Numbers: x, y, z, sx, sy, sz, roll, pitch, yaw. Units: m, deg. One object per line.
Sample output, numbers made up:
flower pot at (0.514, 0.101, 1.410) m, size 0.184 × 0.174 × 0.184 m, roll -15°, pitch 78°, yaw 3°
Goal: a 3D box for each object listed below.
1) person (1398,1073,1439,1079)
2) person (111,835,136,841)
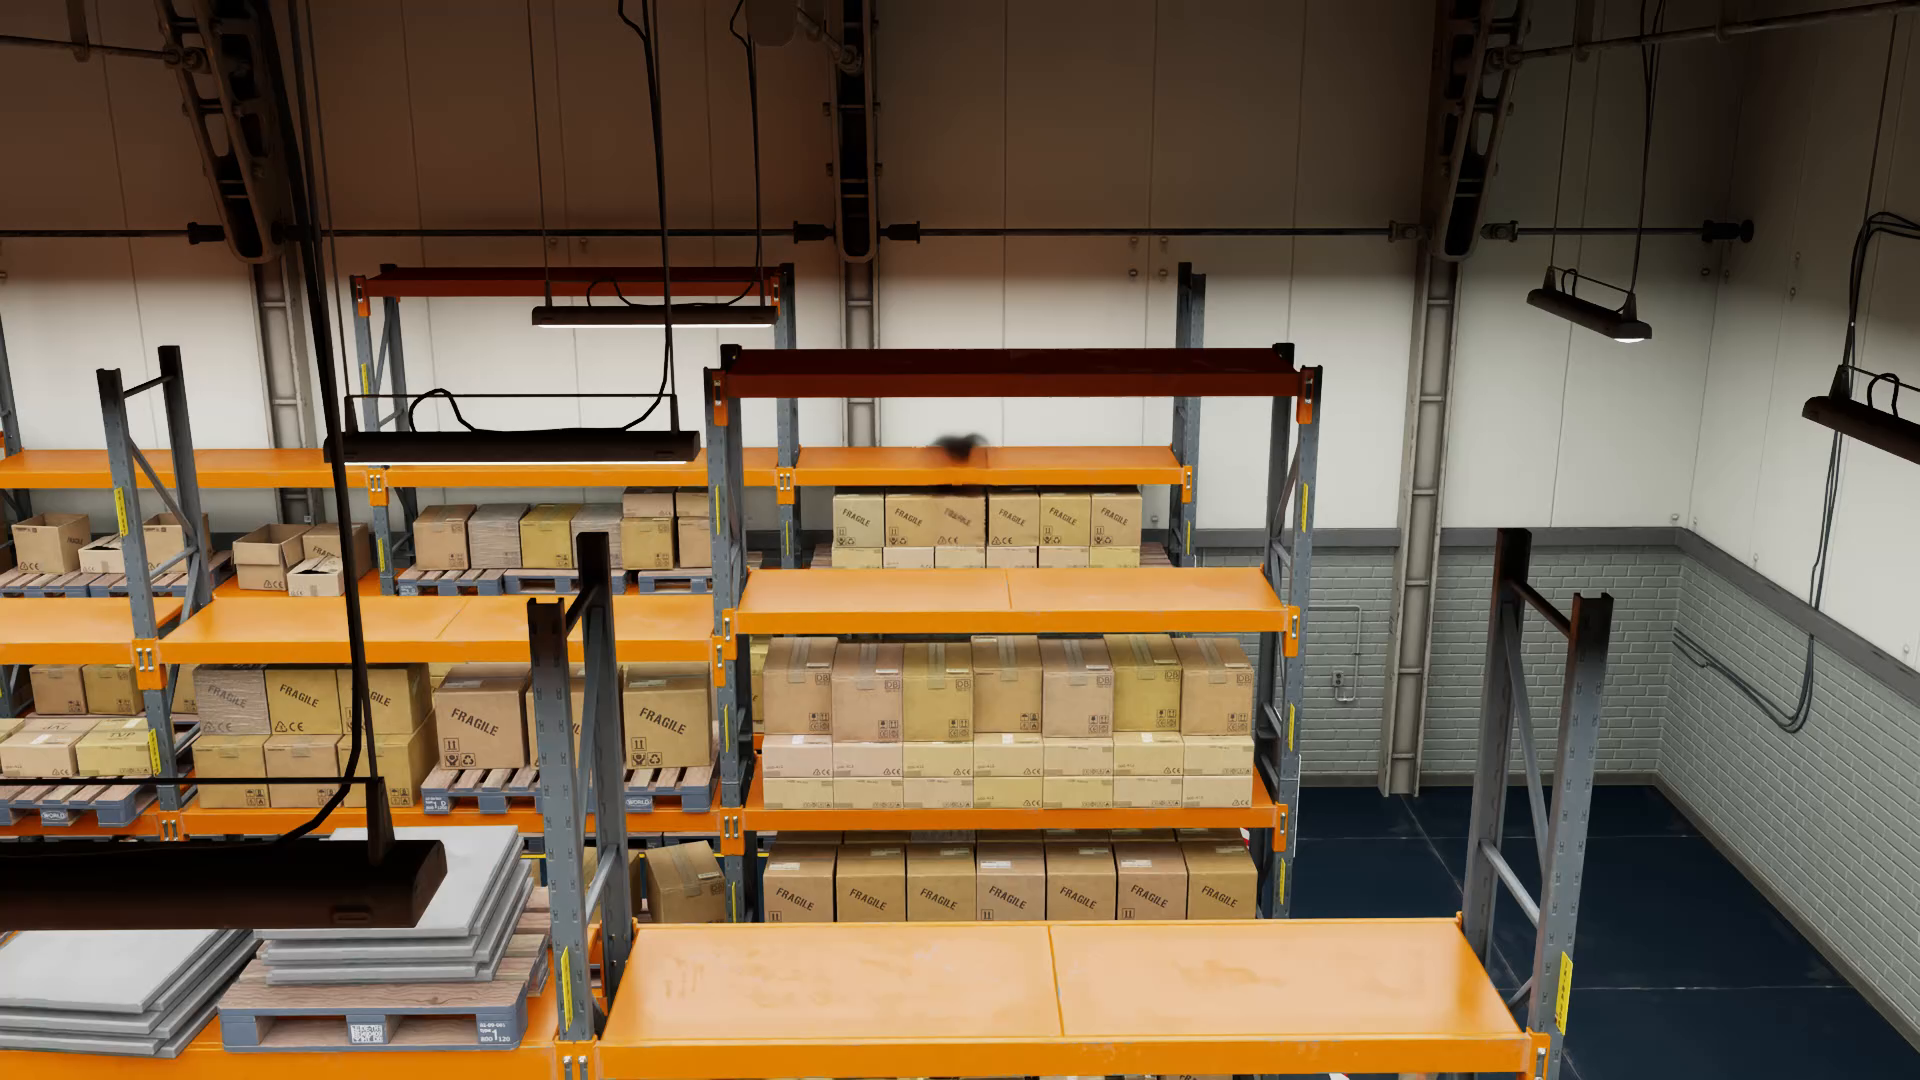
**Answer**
person at (3.357, 3.836, 12.307) m, size 0.429 × 1.734 × 0.609 m, roll 1°, pitch 16°, yaw 4°
person at (-7.246, 3.171, 14.647) m, size 0.530 × 1.682 × 0.389 m, roll -2°, pitch 16°, yaw -7°
